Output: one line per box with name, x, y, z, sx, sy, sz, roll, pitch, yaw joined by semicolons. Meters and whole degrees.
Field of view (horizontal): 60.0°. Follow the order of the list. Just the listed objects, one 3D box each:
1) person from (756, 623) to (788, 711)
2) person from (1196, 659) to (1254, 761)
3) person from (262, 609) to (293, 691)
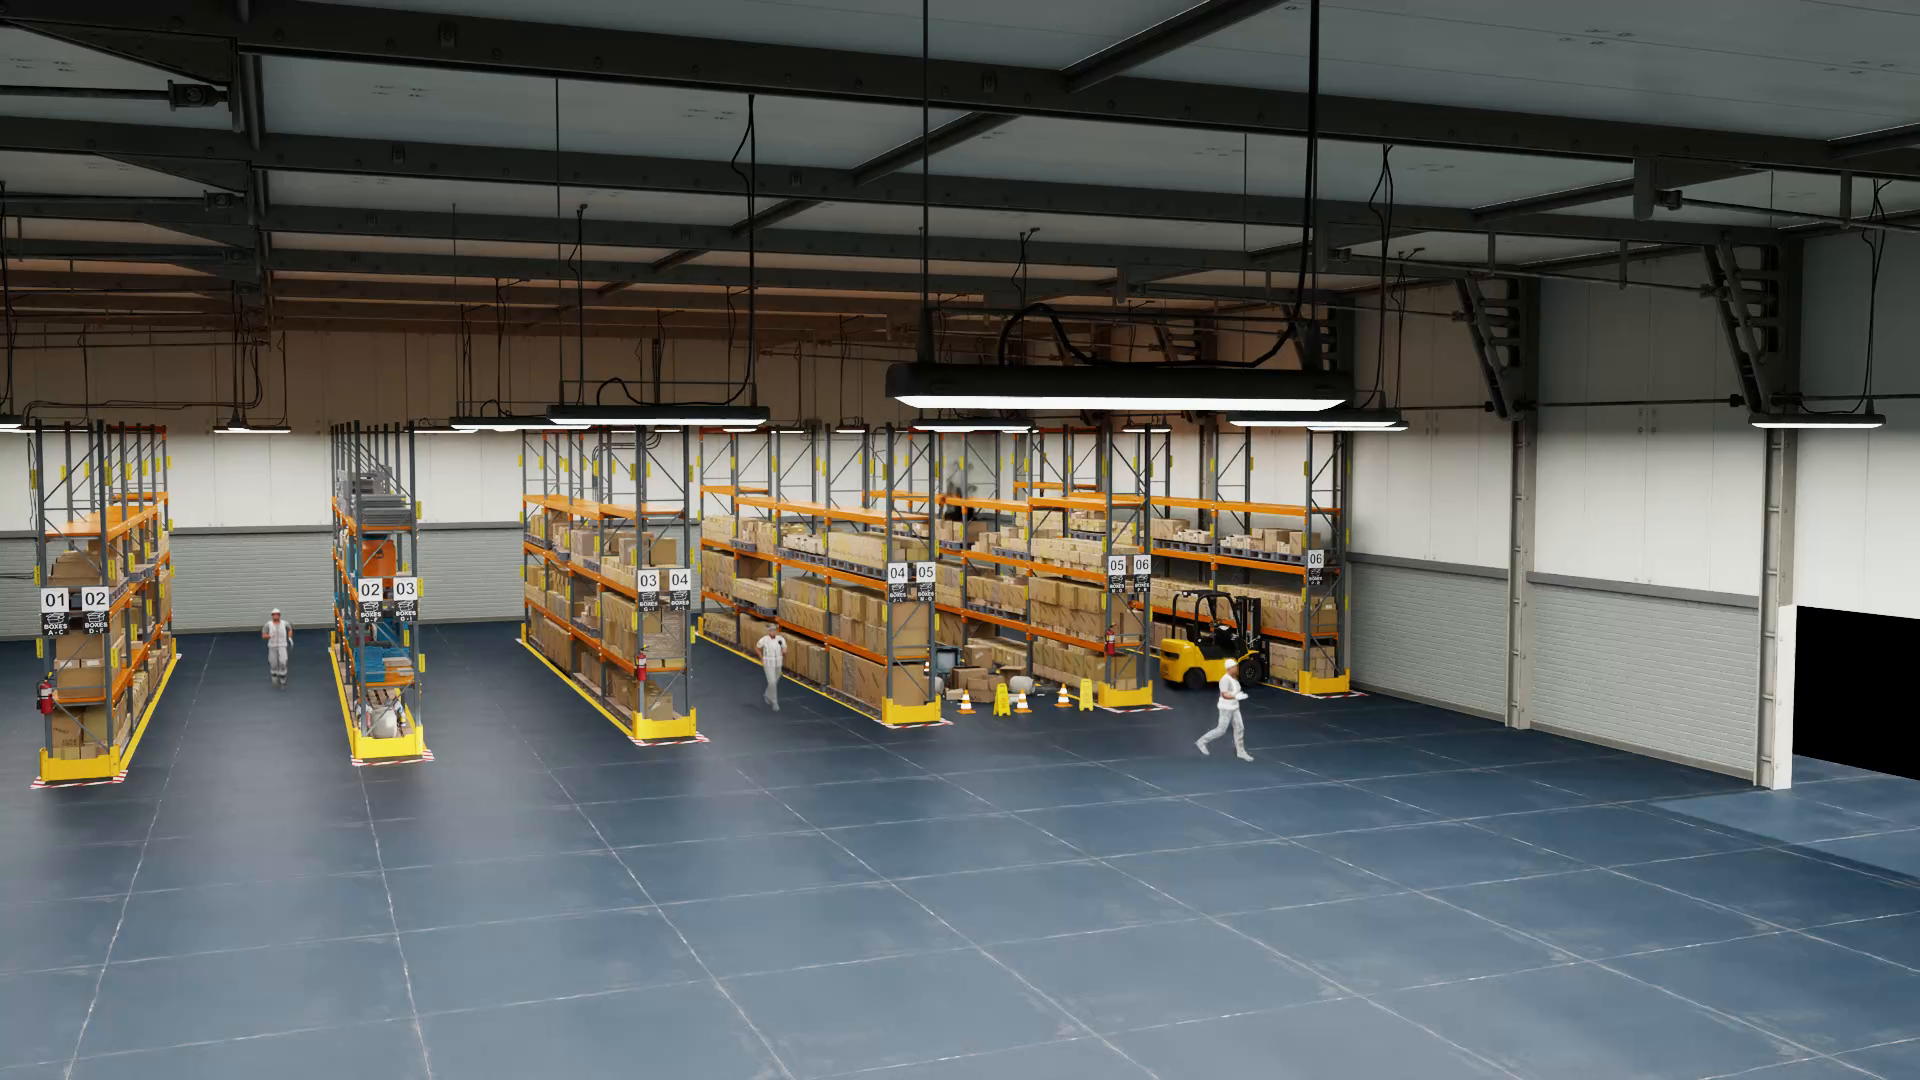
person;-3.929;2.649;35.051;0.640;1.814;0.910;-2;4;-29
person;4.703;2.989;29.391;0.997;1.792;0.694;2;4;27
person;-15.450;2.469;37.661;0.648;1.845;0.799;-1;4;-22
